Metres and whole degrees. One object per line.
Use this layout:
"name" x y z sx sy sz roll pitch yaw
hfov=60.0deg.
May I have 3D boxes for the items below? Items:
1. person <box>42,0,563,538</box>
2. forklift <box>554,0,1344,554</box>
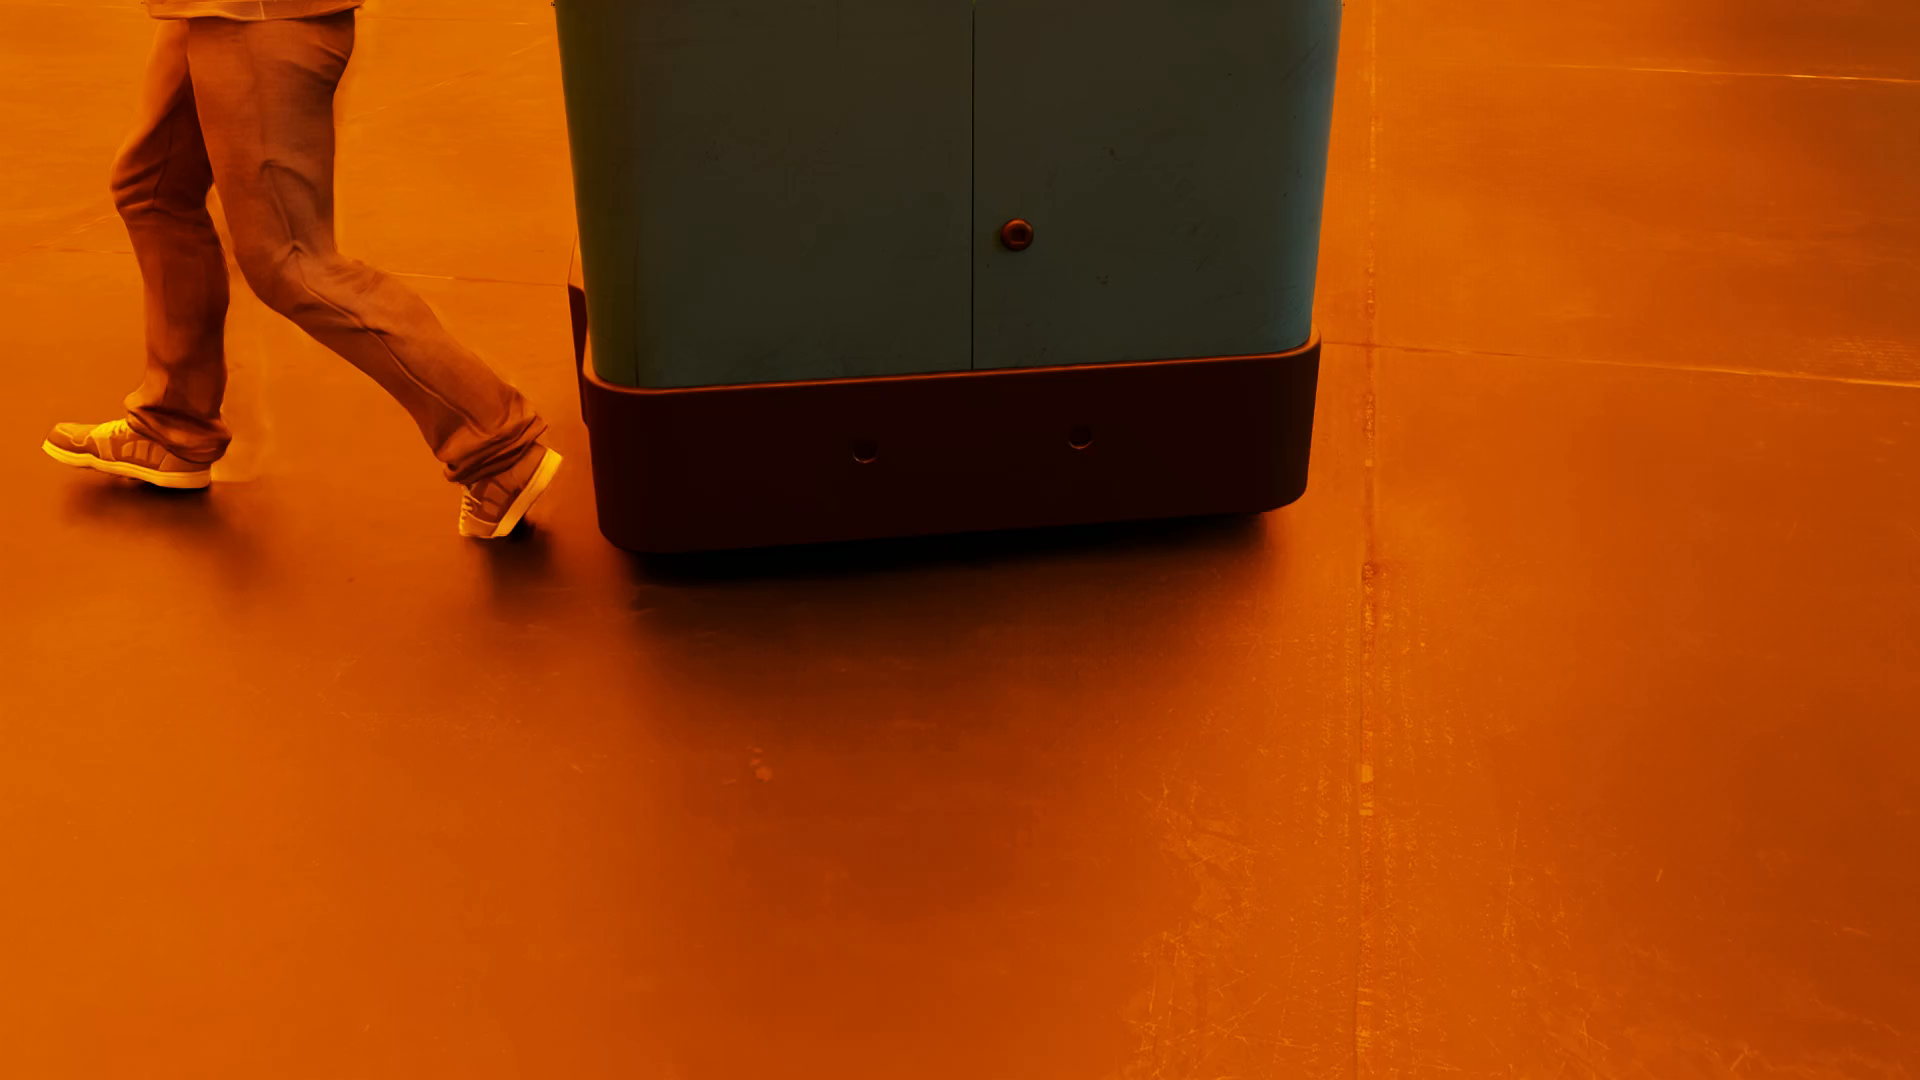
"person" -1.046 -0.729 2.348 0.800 1.599 0.698 -7 28 -13
"forklift" -0.221 -1.929 3.069 1.130 2.935 3.031 -4 27 -8
